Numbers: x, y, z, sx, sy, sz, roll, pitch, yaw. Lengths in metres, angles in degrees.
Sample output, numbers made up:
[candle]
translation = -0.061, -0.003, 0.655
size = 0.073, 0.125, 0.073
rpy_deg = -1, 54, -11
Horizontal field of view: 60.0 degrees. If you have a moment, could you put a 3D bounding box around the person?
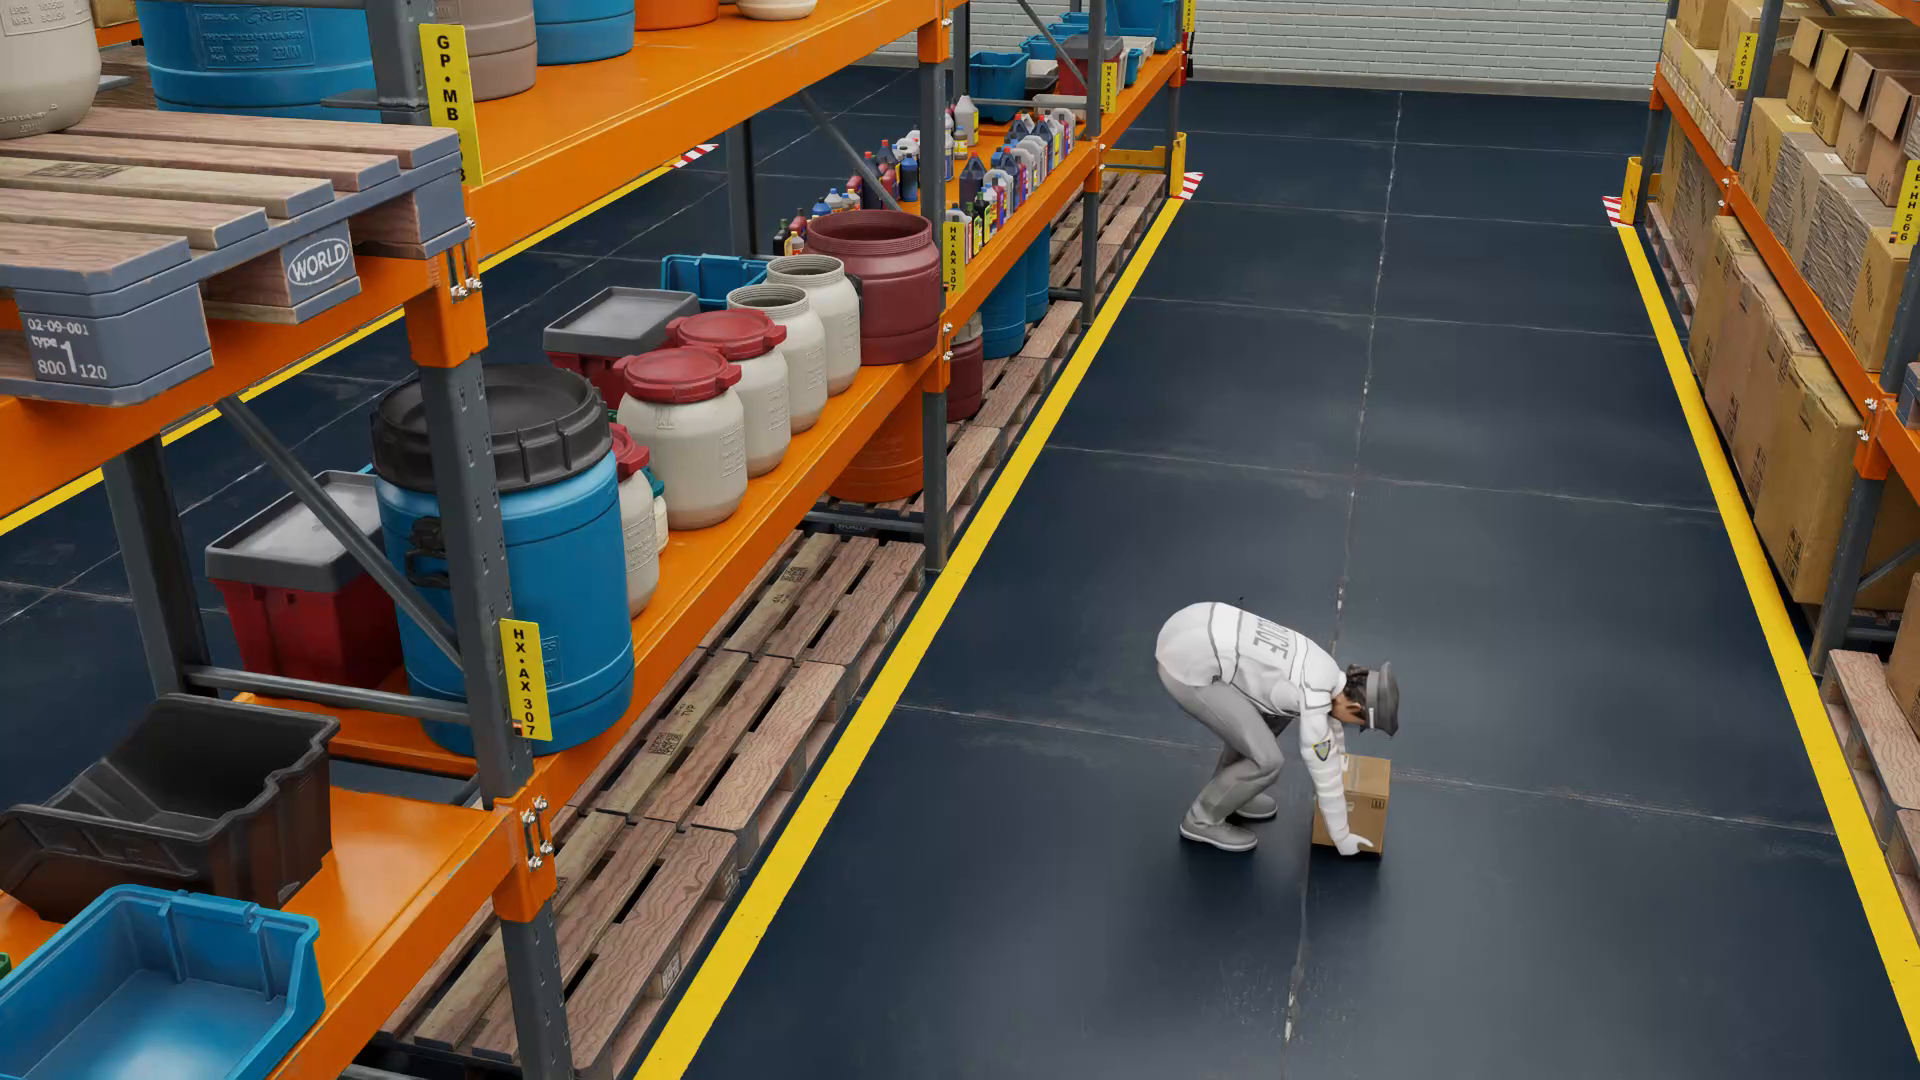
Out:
[person]
translation = 0.988, 0.309, 5.958
size = 0.414, 1.662, 0.533
rpy_deg = 5, 26, 10
